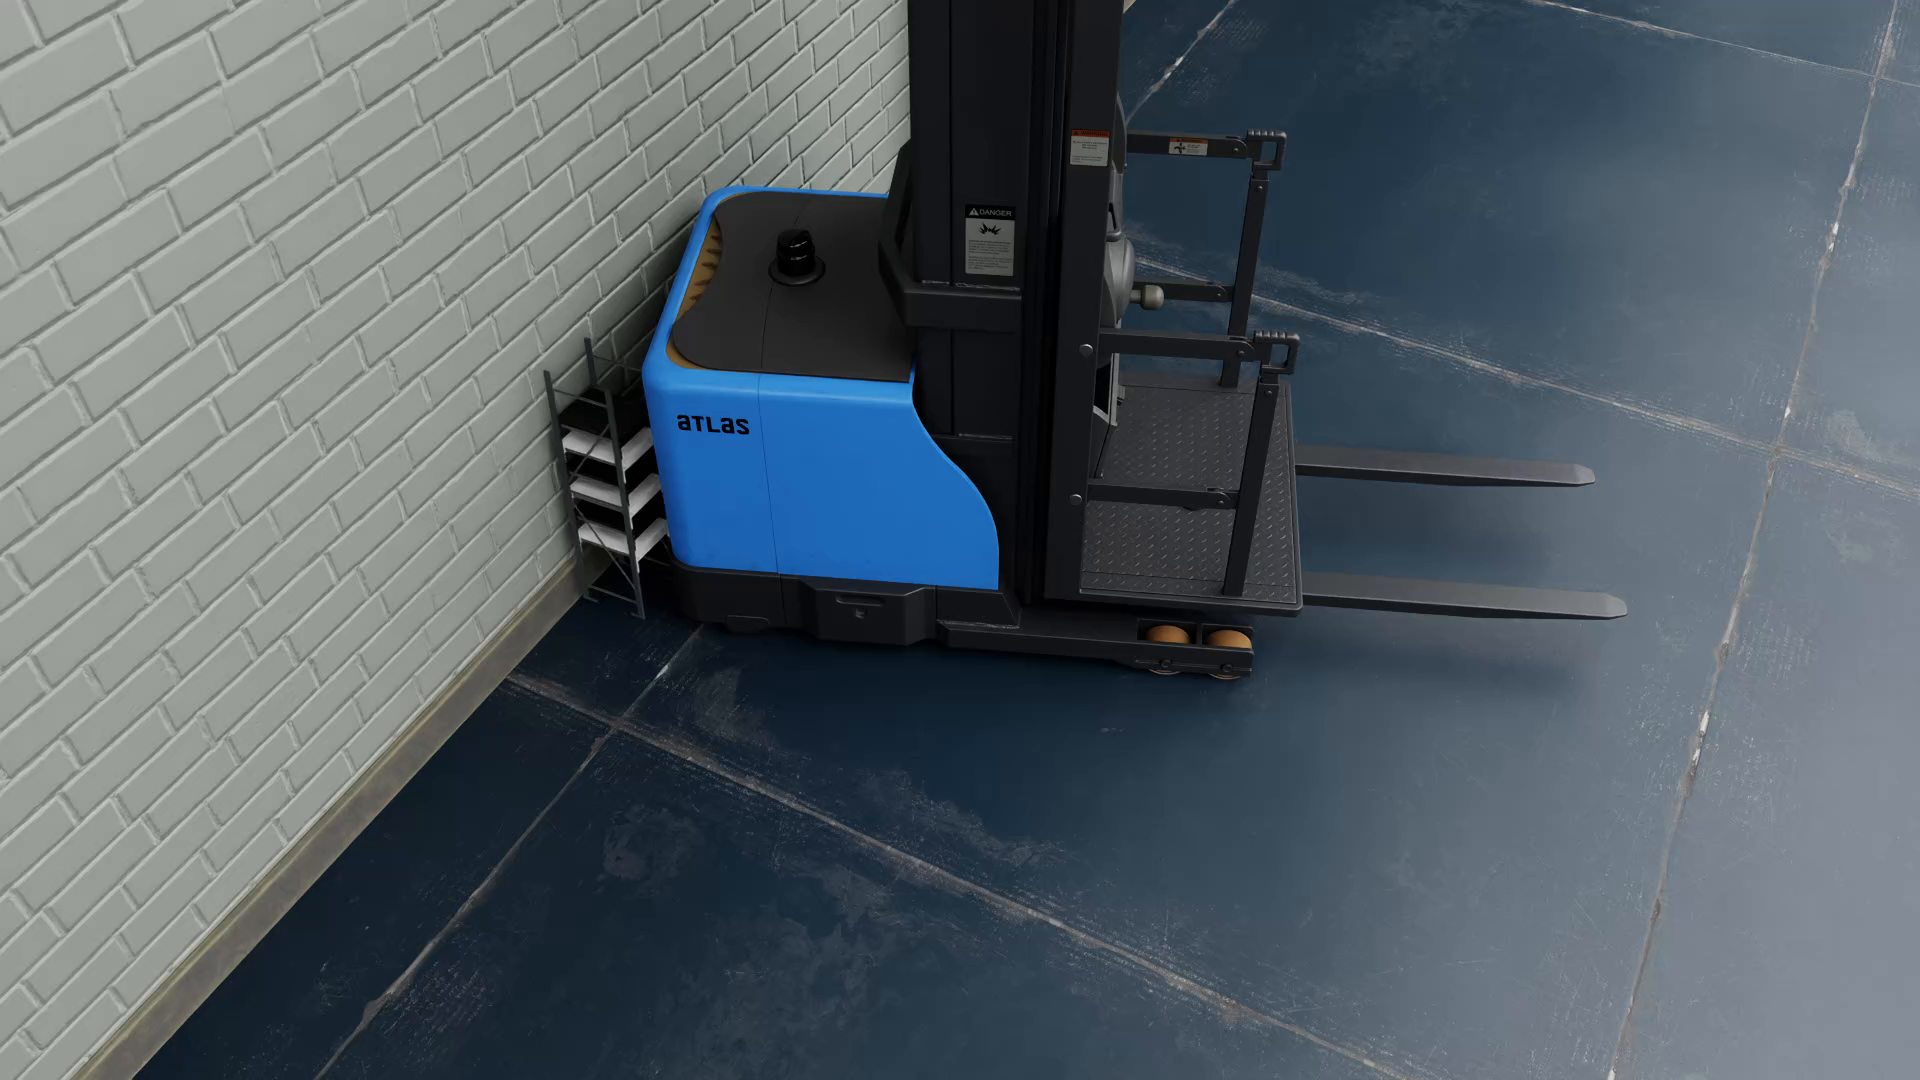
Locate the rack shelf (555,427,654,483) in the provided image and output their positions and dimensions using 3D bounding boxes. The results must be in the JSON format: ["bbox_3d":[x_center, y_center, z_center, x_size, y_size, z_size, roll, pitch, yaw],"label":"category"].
[{"bbox_3d":[-1.090,-0.294,5.172,0.258,0.077,0.200,18,42,19],"label":"rack shelf"}]

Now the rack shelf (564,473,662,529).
[{"bbox_3d":[-1.092,-0.155,5.286,0.258,0.077,0.200,18,42,19],"label":"rack shelf"}]

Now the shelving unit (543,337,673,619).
[{"bbox_3d":[-1.091,-0.181,5.265,0.258,0.900,0.210,18,42,19],"label":"shelving unit"}]

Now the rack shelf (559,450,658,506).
[{"bbox_3d":[-1.091,-0.225,5.229,0.258,0.077,0.200,18,42,19],"label":"rack shelf"}]

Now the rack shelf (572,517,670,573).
[{"bbox_3d":[-1.093,-0.016,5.401,0.258,0.077,0.200,18,42,19],"label":"rack shelf"}]

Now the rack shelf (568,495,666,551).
[{"bbox_3d":[-1.092,-0.086,5.344,0.258,0.077,0.200,18,42,19],"label":"rack shelf"}]

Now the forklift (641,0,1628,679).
[{"bbox_3d":[0.620,-0.985,4.663,3.031,2.935,1.130,4,45,4],"label":"forklift"}]

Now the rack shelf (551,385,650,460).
[{"bbox_3d":[-1.089,-0.364,5.115,0.258,0.077,0.200,18,42,19],"label":"rack shelf"}]

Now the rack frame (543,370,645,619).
[{"bbox_3d":[-1.136,-0.123,5.194,0.240,0.900,0.006,18,42,19],"label":"rack frame"}]

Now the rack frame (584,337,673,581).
[{"bbox_3d":[-1.047,-0.239,5.336,0.240,0.900,0.006,18,42,19],"label":"rack frame"}]
